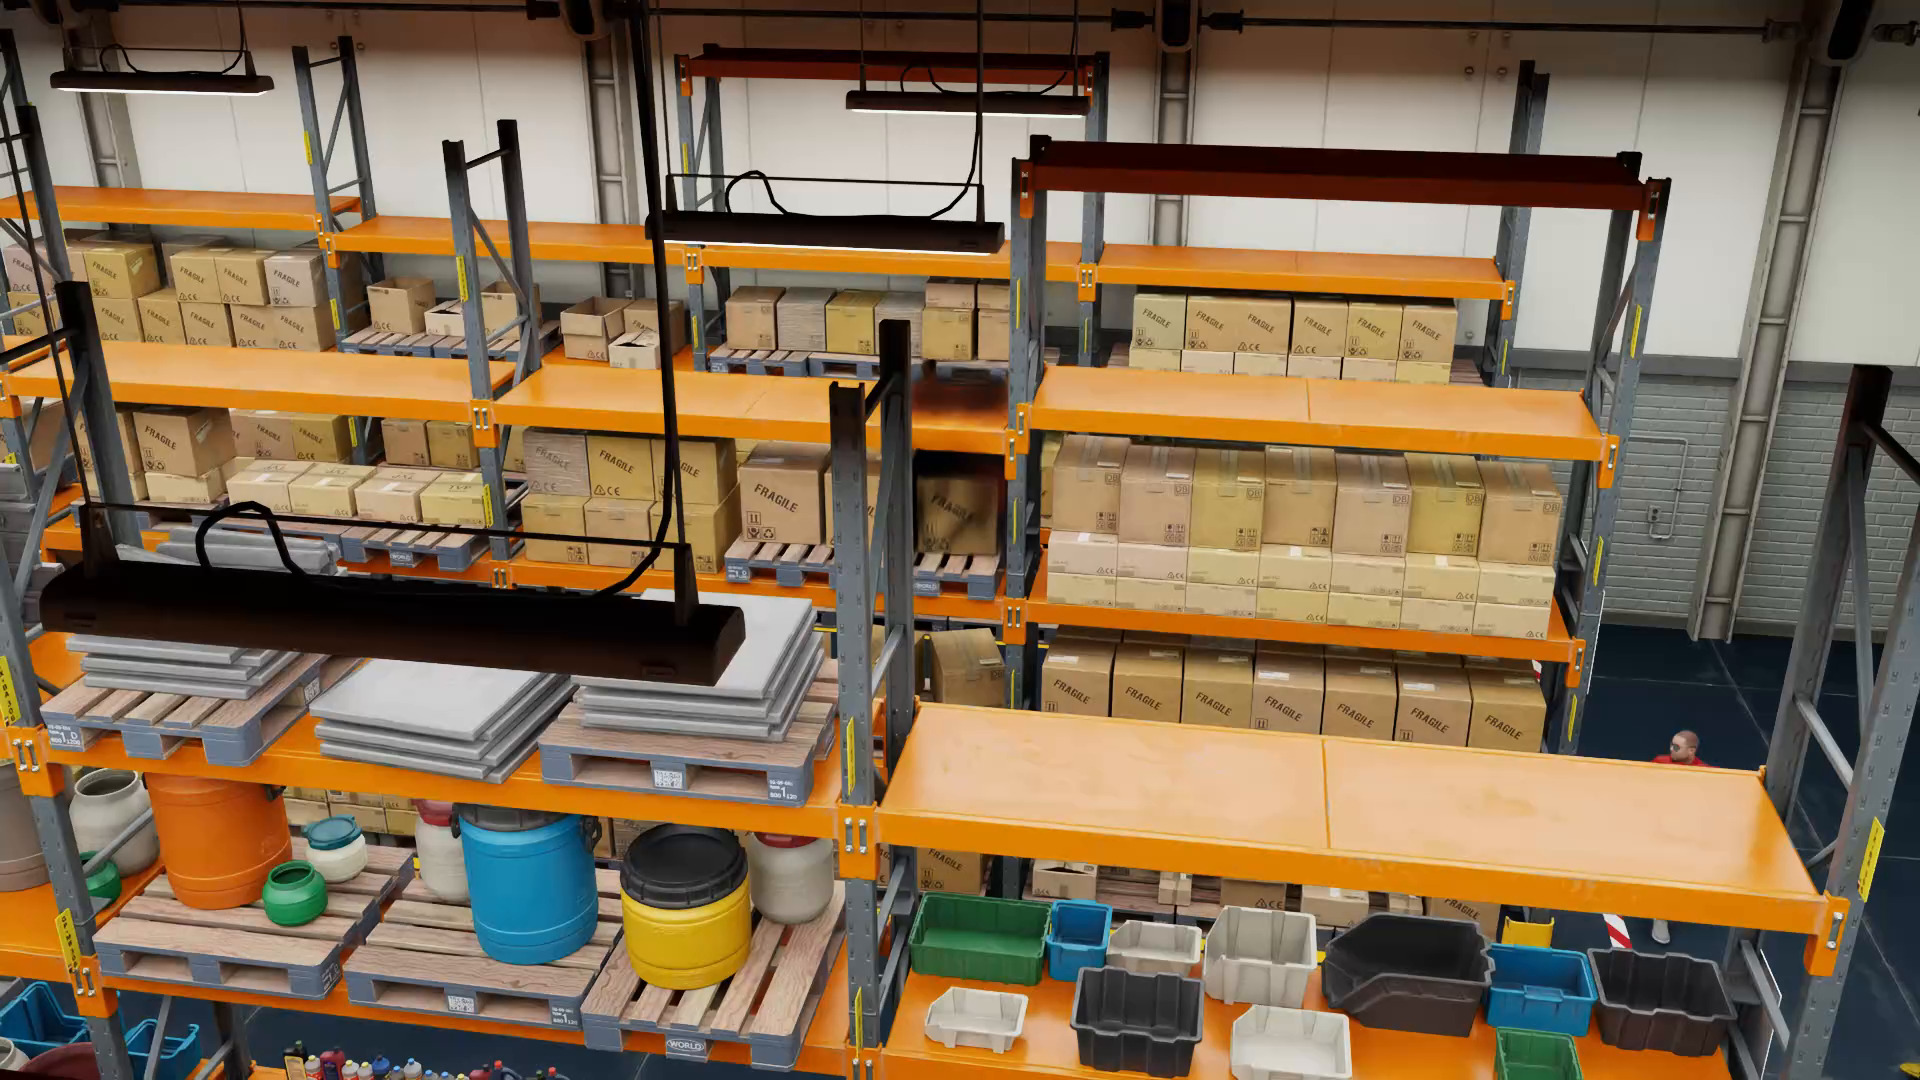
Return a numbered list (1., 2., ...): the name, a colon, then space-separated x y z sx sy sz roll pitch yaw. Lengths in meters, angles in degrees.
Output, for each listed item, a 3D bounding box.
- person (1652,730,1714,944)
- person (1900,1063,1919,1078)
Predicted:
1. person: 5.566 2.247 12.991 0.551 1.621 0.837 10 25 23
2. person: 6.917 2.992 11.090 0.666 1.758 0.612 -7 24 -15
